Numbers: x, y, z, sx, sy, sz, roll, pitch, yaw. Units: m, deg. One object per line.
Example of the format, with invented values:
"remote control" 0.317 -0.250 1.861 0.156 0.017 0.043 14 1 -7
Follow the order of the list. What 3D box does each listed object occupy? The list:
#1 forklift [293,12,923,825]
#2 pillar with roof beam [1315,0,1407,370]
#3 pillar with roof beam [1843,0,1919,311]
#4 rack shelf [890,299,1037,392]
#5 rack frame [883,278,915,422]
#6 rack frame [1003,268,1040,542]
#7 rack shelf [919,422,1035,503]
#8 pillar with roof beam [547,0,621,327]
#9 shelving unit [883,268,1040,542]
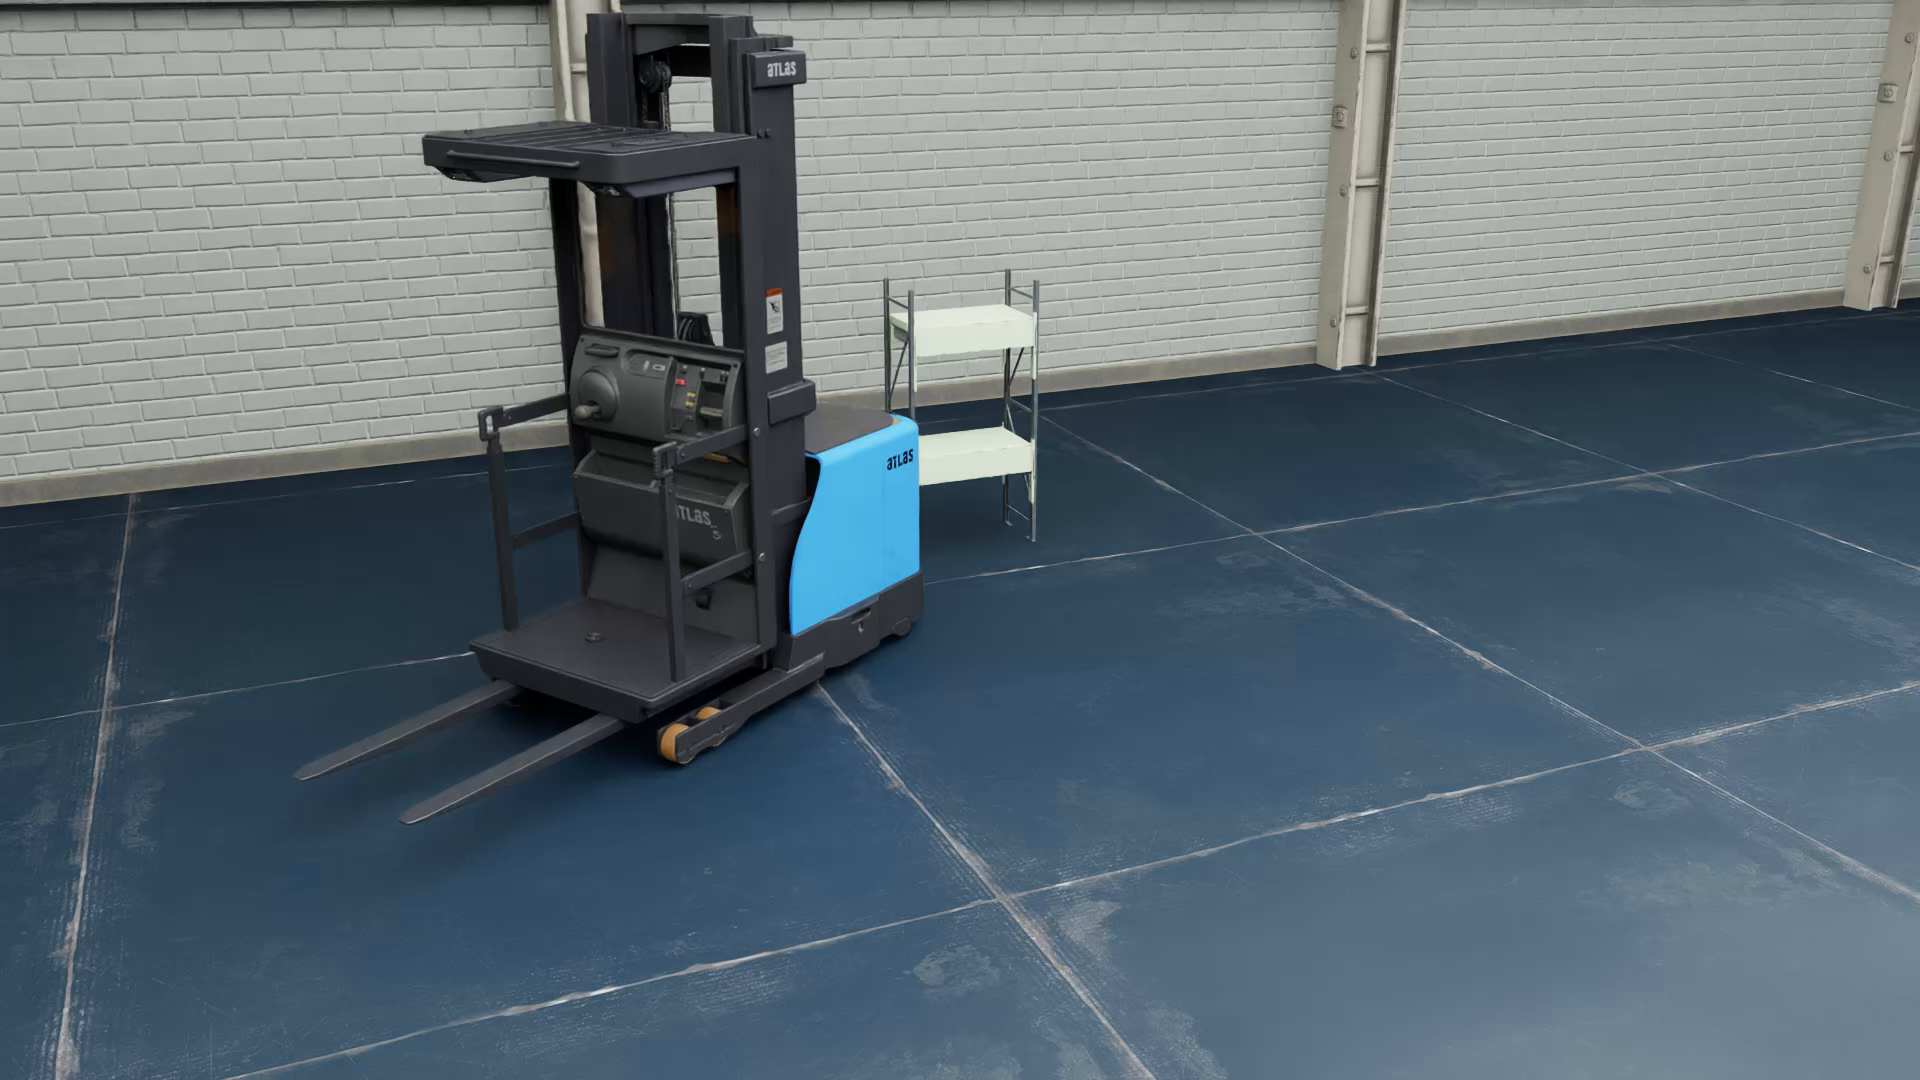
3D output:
"forklift" -1.417 -0.633 6.908 1.130 2.935 3.031 12 23 32
"pillar with roof beam" 4.856 -4.372 8.390 0.400 9.000 9.100 -8 21 -22
"pillar with roof beam" 10.365 -5.162 10.632 0.400 9.000 9.100 -8 21 -22
"rack shelf" 0.006 -1.076 9.146 0.720 0.370 0.431 -8 21 -22
"rack frame" -0.330 -0.660 9.139 0.023 1.500 0.400 -8 21 -22
"rack frame" 0.342 -0.756 9.412 0.023 1.500 0.400 -8 21 -22
"rack shelf" 0.006 -0.401 9.384 0.720 0.370 0.431 -8 21 -22
"pillar with roof beam" -0.653 -3.583 6.149 0.400 9.000 9.100 -8 21 -22
"shelving unit" 0.006 -0.708 9.275 0.755 1.500 0.431 -8 21 -22
